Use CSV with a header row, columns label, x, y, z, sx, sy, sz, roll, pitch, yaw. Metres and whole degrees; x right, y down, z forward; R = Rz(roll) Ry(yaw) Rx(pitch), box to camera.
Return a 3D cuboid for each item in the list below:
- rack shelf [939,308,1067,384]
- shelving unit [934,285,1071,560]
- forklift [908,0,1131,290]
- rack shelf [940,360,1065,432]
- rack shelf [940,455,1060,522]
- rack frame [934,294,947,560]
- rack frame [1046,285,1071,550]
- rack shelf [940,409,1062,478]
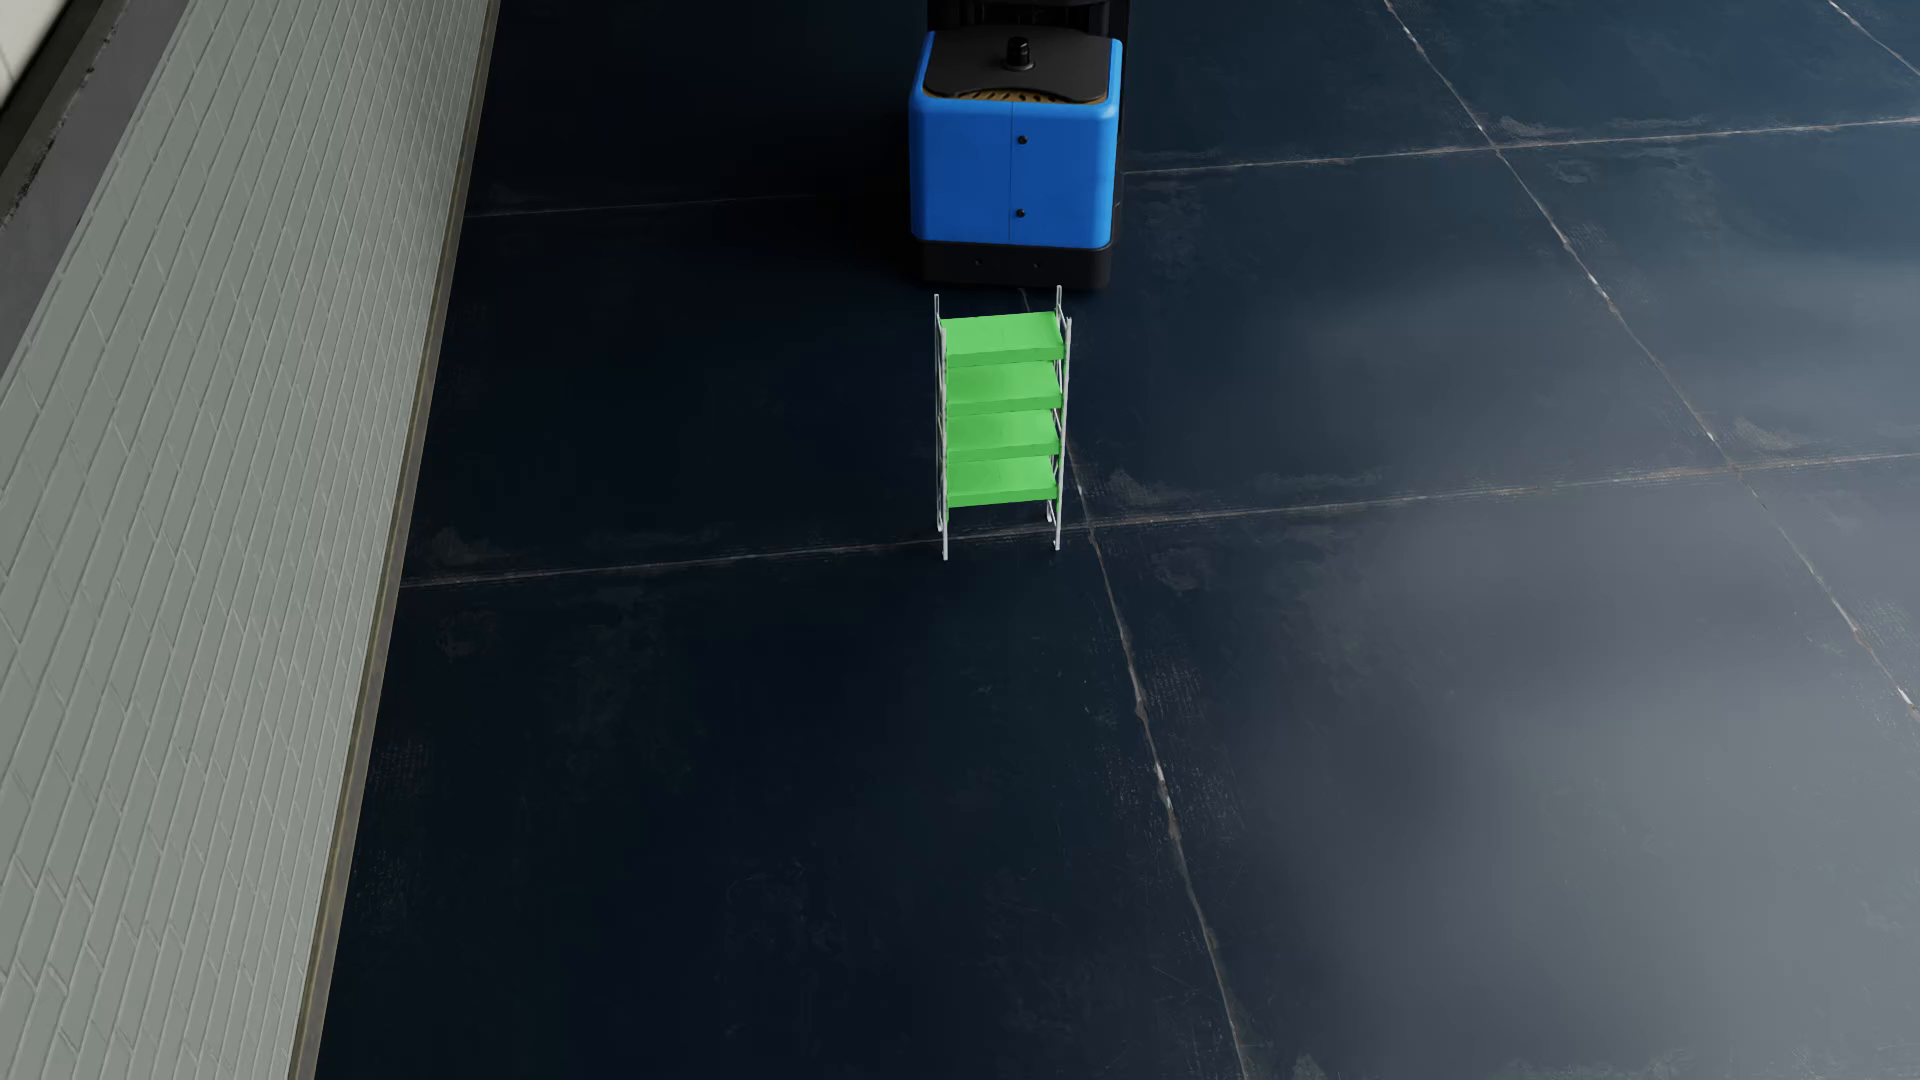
label,x,y,z,sx,sy,sz,roll,pitch,yaw
rack shelf,0.164,-0.769,6.585,0.480,0.148,0.258,-5,42,-6
shelving unit,0.164,-0.460,6.864,0.503,1.200,0.258,-5,42,-6
forklift,0.393,-3.360,8.786,1.130,2.935,3.031,4,42,4
rack shelf,0.164,-0.591,6.746,0.480,0.148,0.258,-5,42,-6
rack shelf,0.164,-0.234,7.068,0.480,0.148,0.258,-5,42,-6
rack frame,-0.078,-0.439,6.841,0.015,1.200,0.240,-5,42,-6
rack frame,0.406,-0.481,6.888,0.015,1.200,0.240,-5,42,-6
rack shelf,0.164,-0.412,6.907,0.480,0.148,0.258,-5,42,-6
